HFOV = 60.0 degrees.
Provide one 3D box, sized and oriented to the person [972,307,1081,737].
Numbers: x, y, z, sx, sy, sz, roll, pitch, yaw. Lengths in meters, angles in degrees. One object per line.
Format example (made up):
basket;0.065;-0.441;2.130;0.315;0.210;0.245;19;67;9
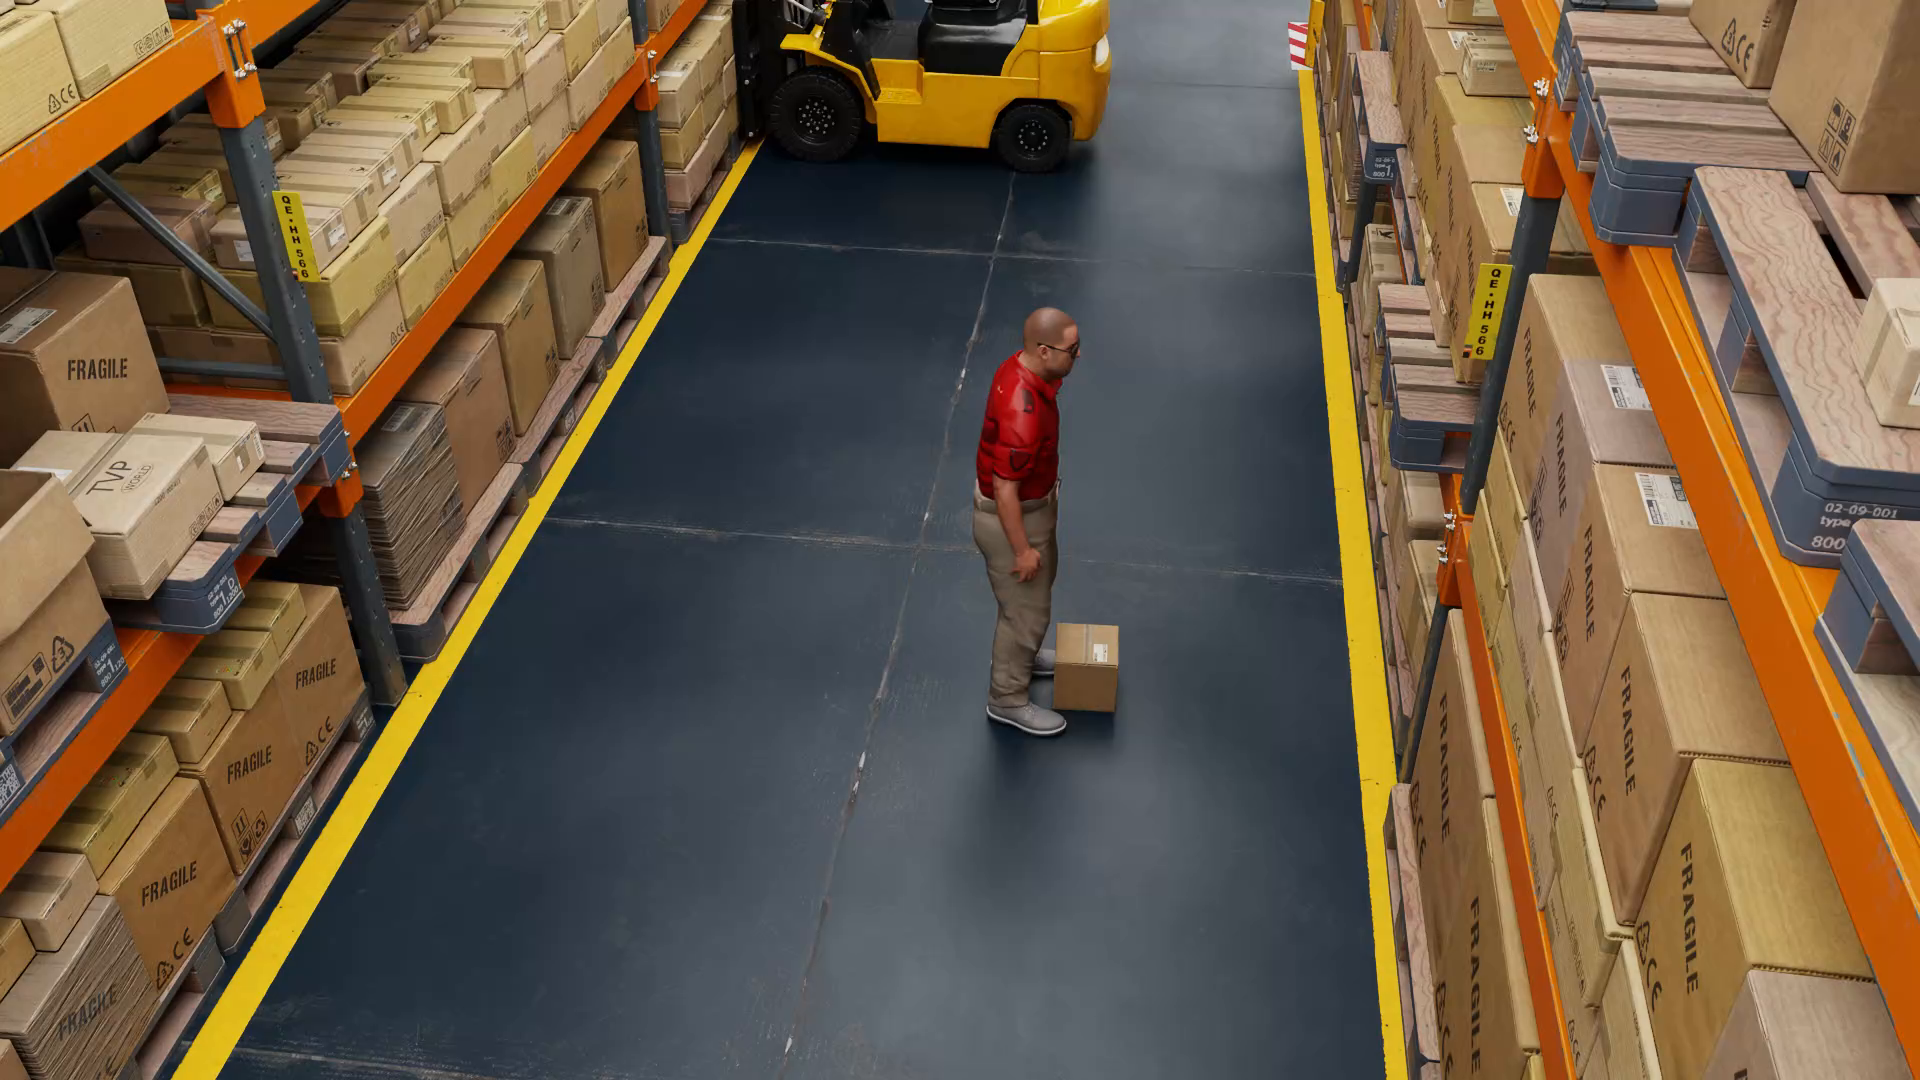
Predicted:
person;0.253;-0.093;6.287;0.396;1.726;0.585;4;36;6
